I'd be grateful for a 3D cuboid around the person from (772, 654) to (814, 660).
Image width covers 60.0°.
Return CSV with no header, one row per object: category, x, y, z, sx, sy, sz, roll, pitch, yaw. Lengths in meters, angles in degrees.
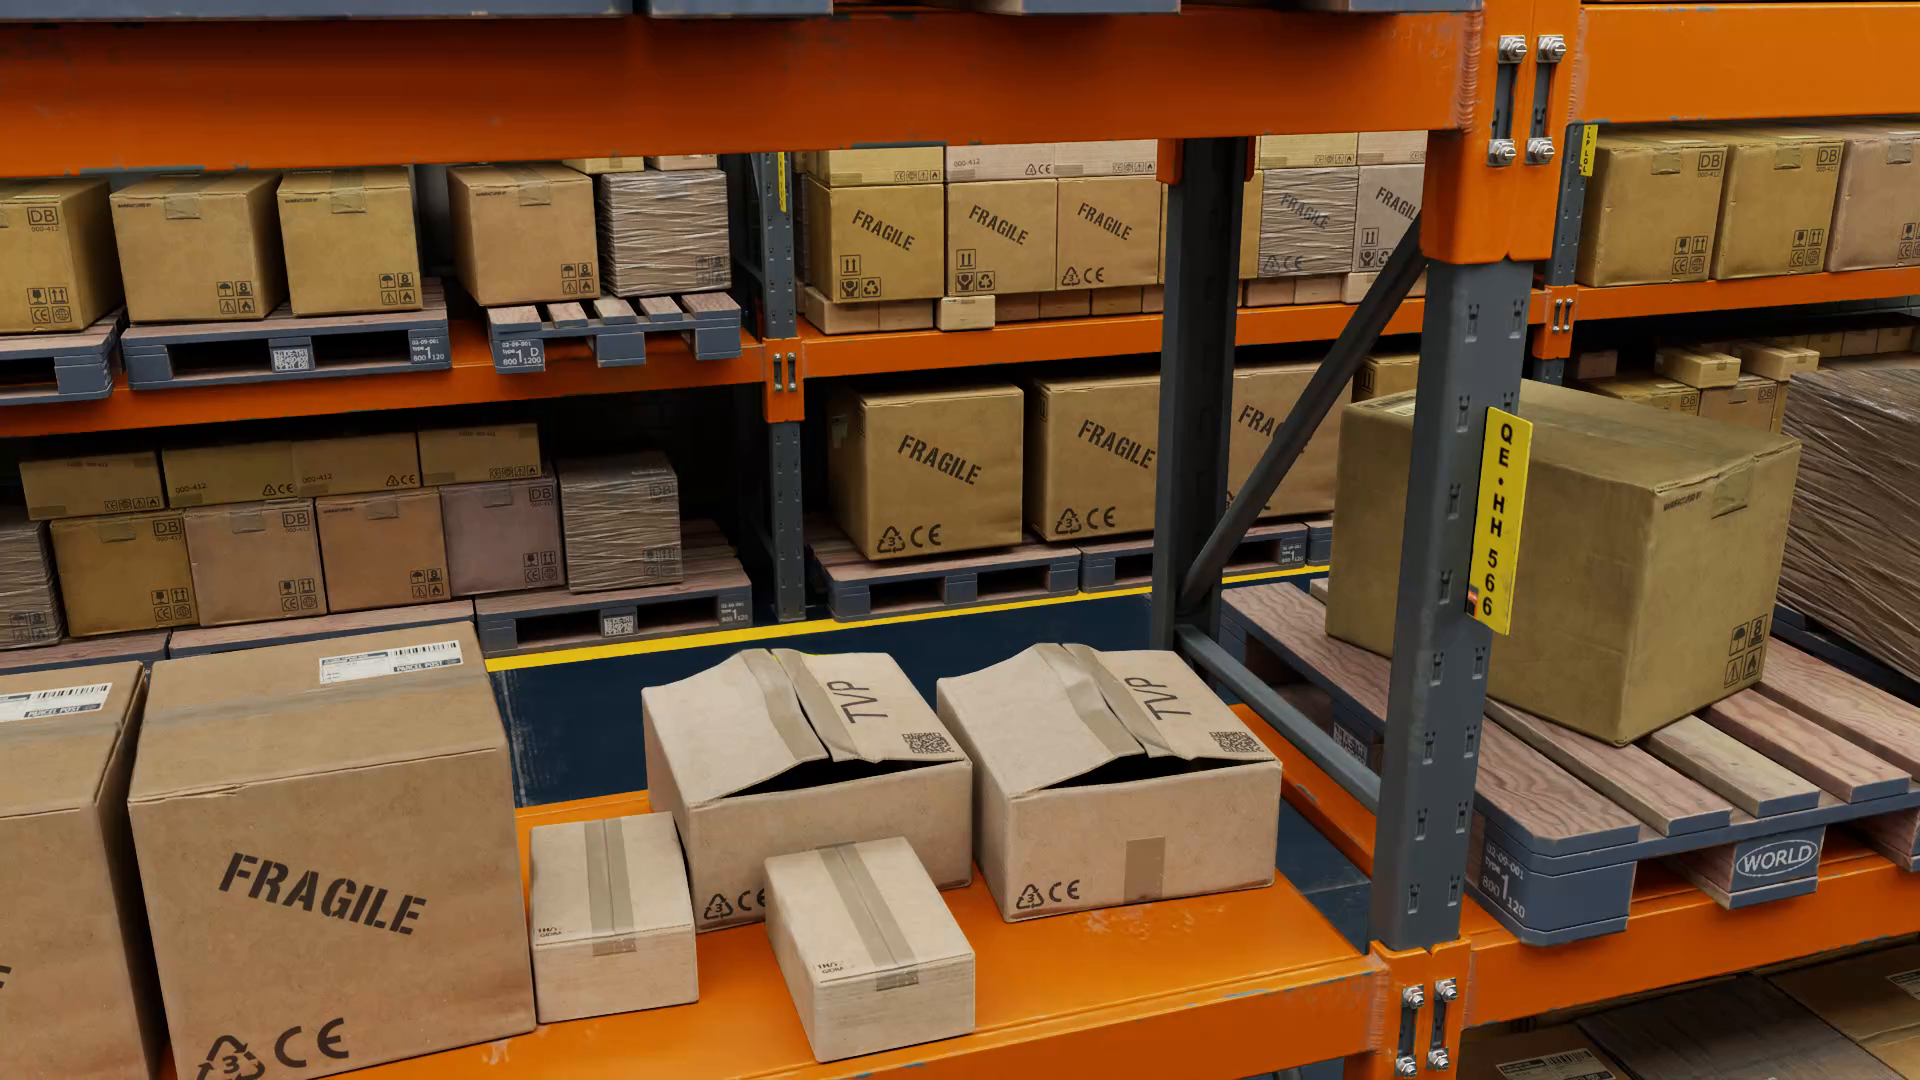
person,-0.546,0.759,5.458,0.544,0.893,0.928,-6,20,-18
